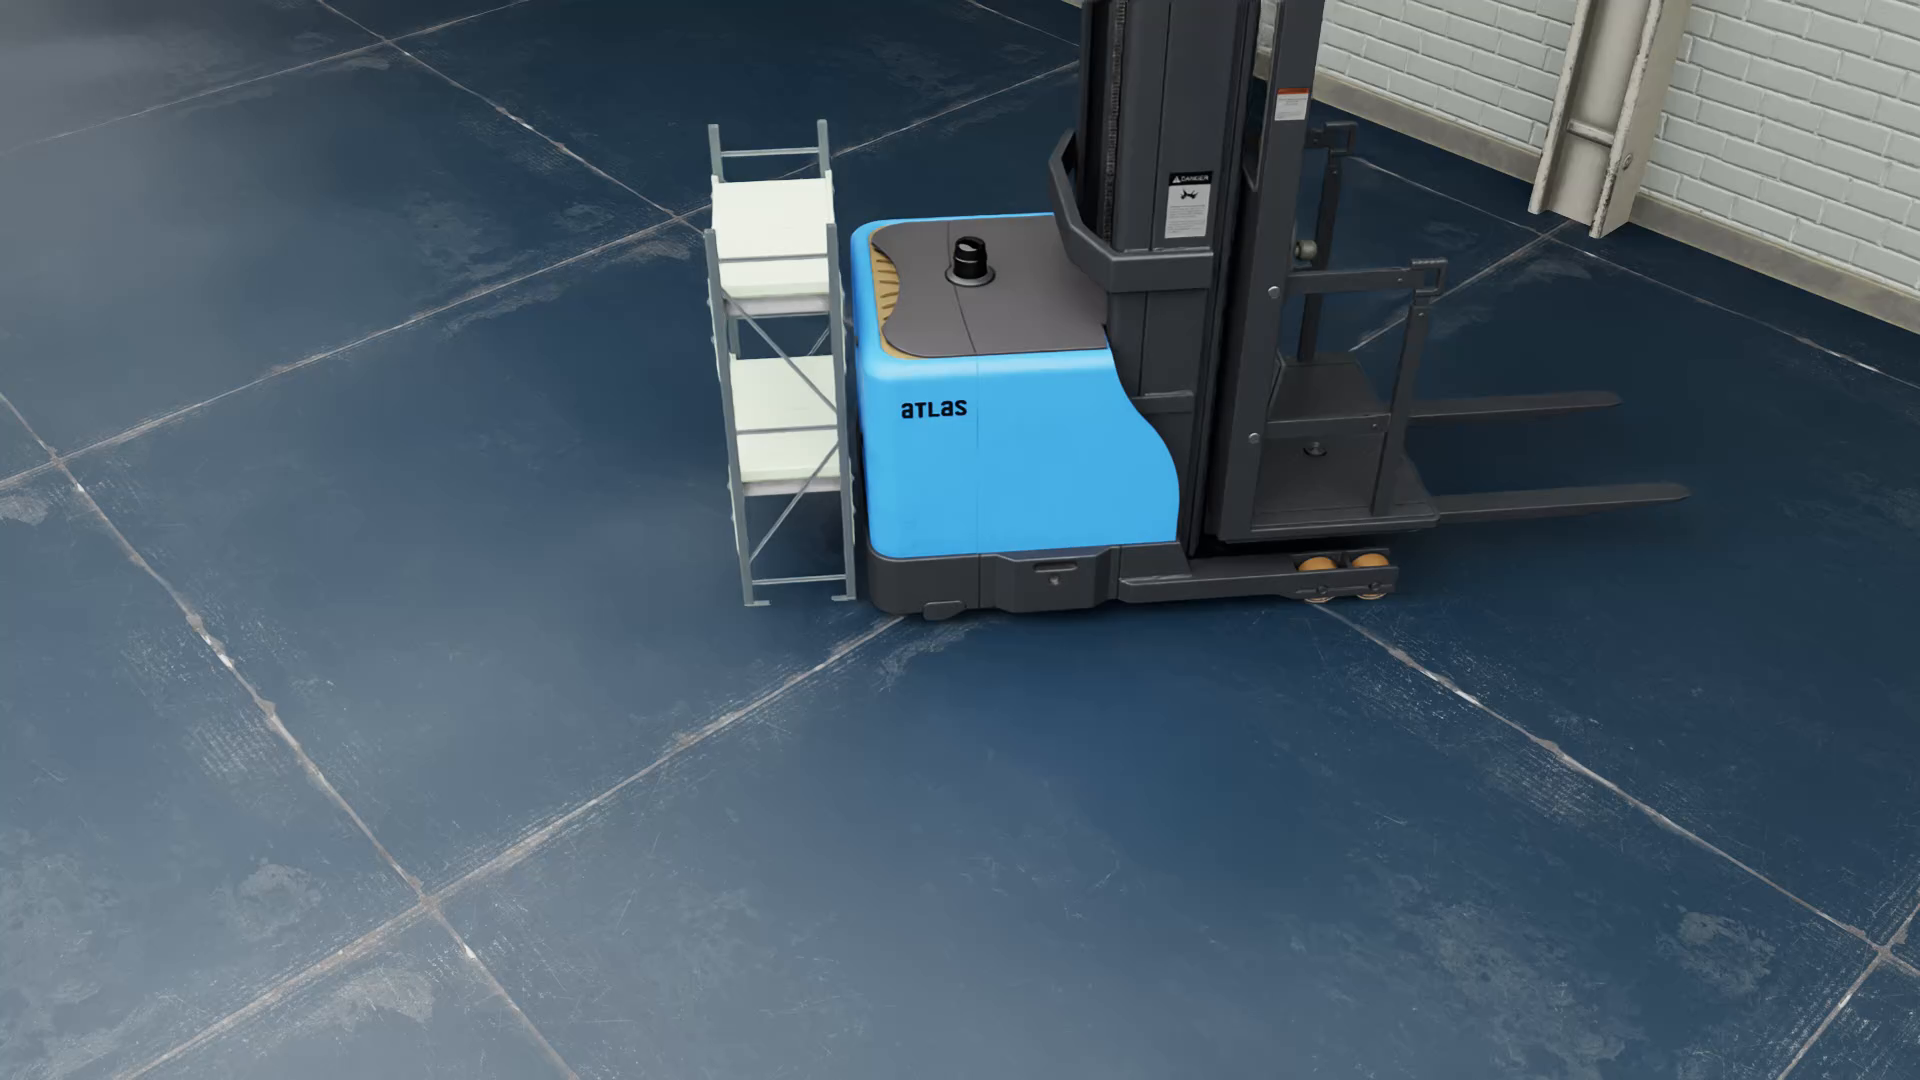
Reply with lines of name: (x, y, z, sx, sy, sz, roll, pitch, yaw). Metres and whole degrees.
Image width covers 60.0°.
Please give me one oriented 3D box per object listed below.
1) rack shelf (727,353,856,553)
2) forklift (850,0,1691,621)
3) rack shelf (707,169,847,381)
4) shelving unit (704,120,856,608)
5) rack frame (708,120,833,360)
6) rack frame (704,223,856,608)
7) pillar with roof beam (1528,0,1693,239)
rack shelf: (-0.610, -0.336, 5.992, 0.431, 0.370, 0.720, -4, 39, -5)
forklift: (1.144, -1.243, 5.456, 3.031, 2.935, 1.130, -4, 39, -5)
rack shelf: (-0.610, -0.894, 5.542, 0.431, 0.370, 0.720, -4, 39, -5)
shelving unit: (-0.610, -0.590, 5.787, 0.431, 1.500, 0.755, -4, 39, -5)
rack frame: (-0.647, -0.819, 6.070, 0.400, 1.500, 0.023, -4, 39, -5)
rack frame: (-0.573, -0.361, 5.504, 0.400, 1.500, 0.023, -4, 39, -5)
pillar with roof beam: (-0.100, -3.285, 3.156, 9.100, 9.000, 0.400, -30, 48, -32)
